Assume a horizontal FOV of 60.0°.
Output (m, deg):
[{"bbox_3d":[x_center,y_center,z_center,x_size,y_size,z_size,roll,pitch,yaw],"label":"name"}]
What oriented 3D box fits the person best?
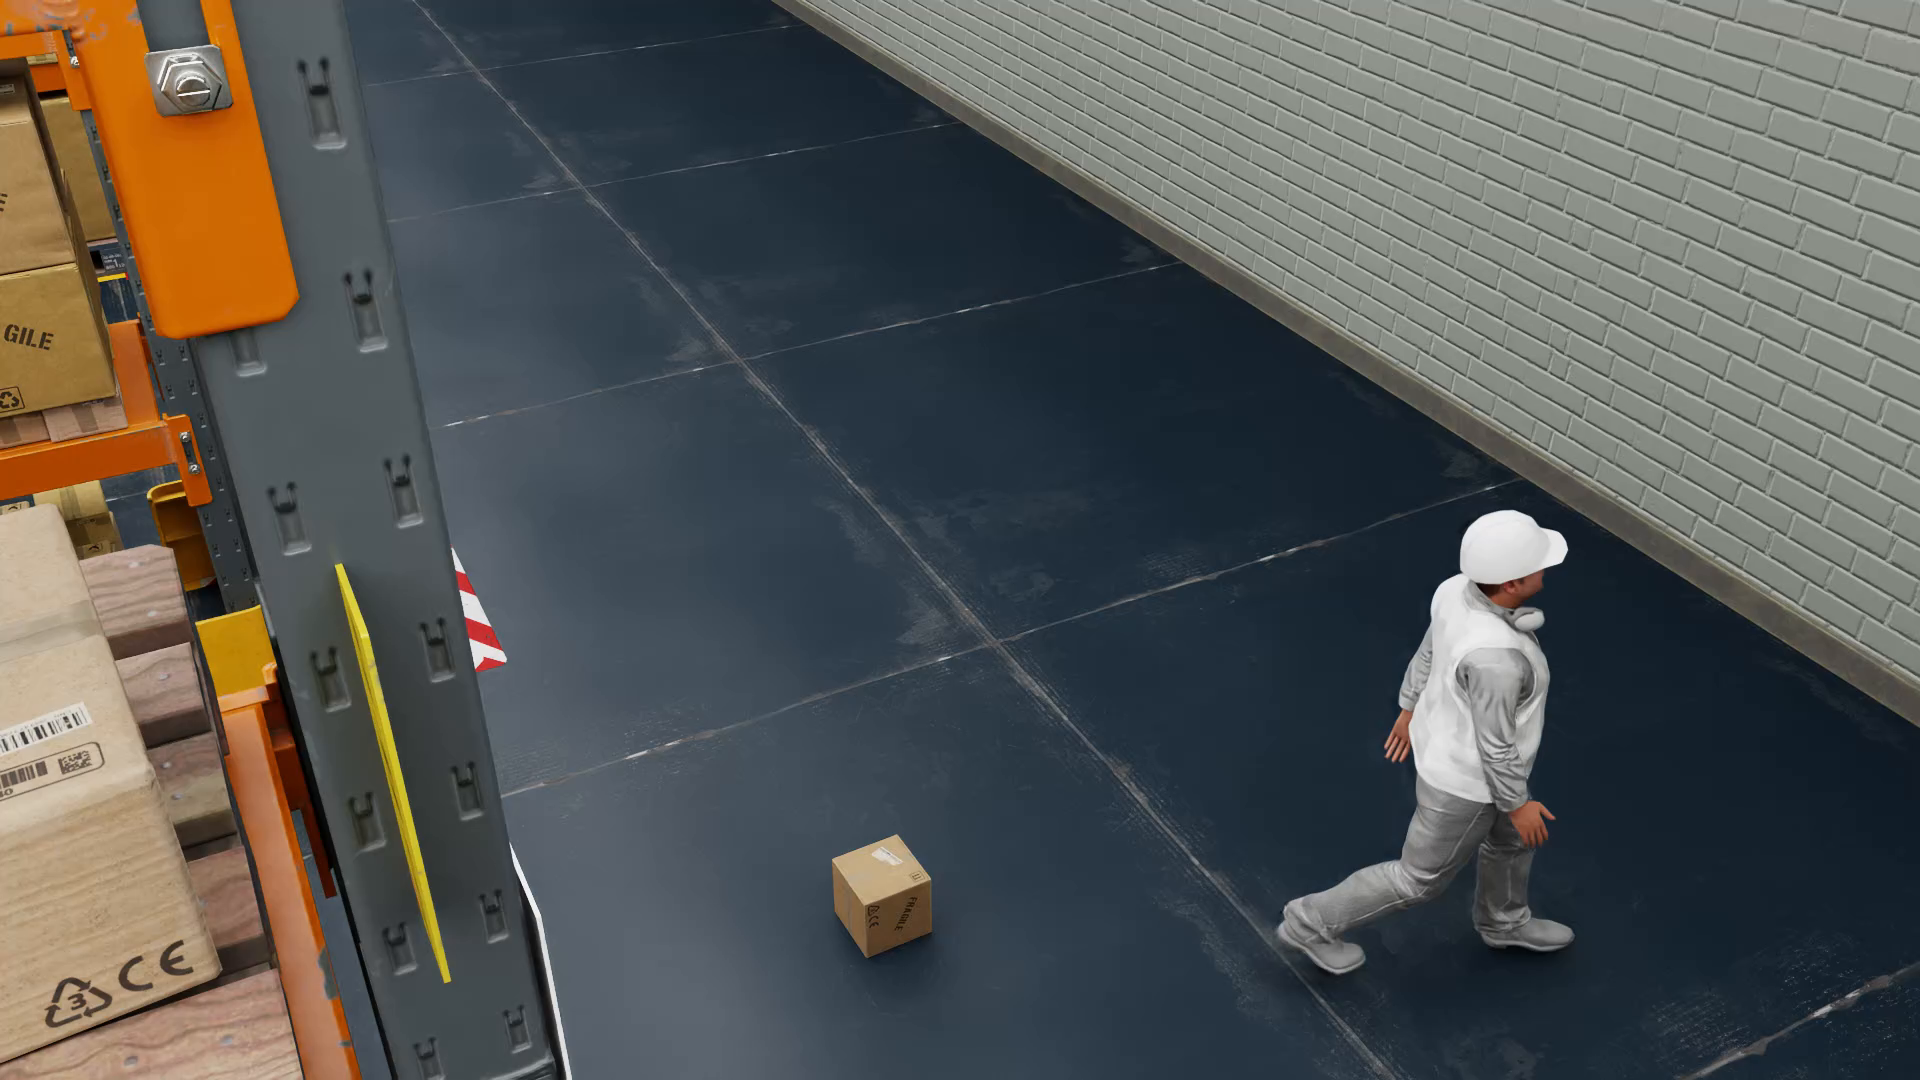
[{"bbox_3d":[1.546,0.661,5.091,1.001,1.730,0.554,4,33,6],"label":"person"}]
